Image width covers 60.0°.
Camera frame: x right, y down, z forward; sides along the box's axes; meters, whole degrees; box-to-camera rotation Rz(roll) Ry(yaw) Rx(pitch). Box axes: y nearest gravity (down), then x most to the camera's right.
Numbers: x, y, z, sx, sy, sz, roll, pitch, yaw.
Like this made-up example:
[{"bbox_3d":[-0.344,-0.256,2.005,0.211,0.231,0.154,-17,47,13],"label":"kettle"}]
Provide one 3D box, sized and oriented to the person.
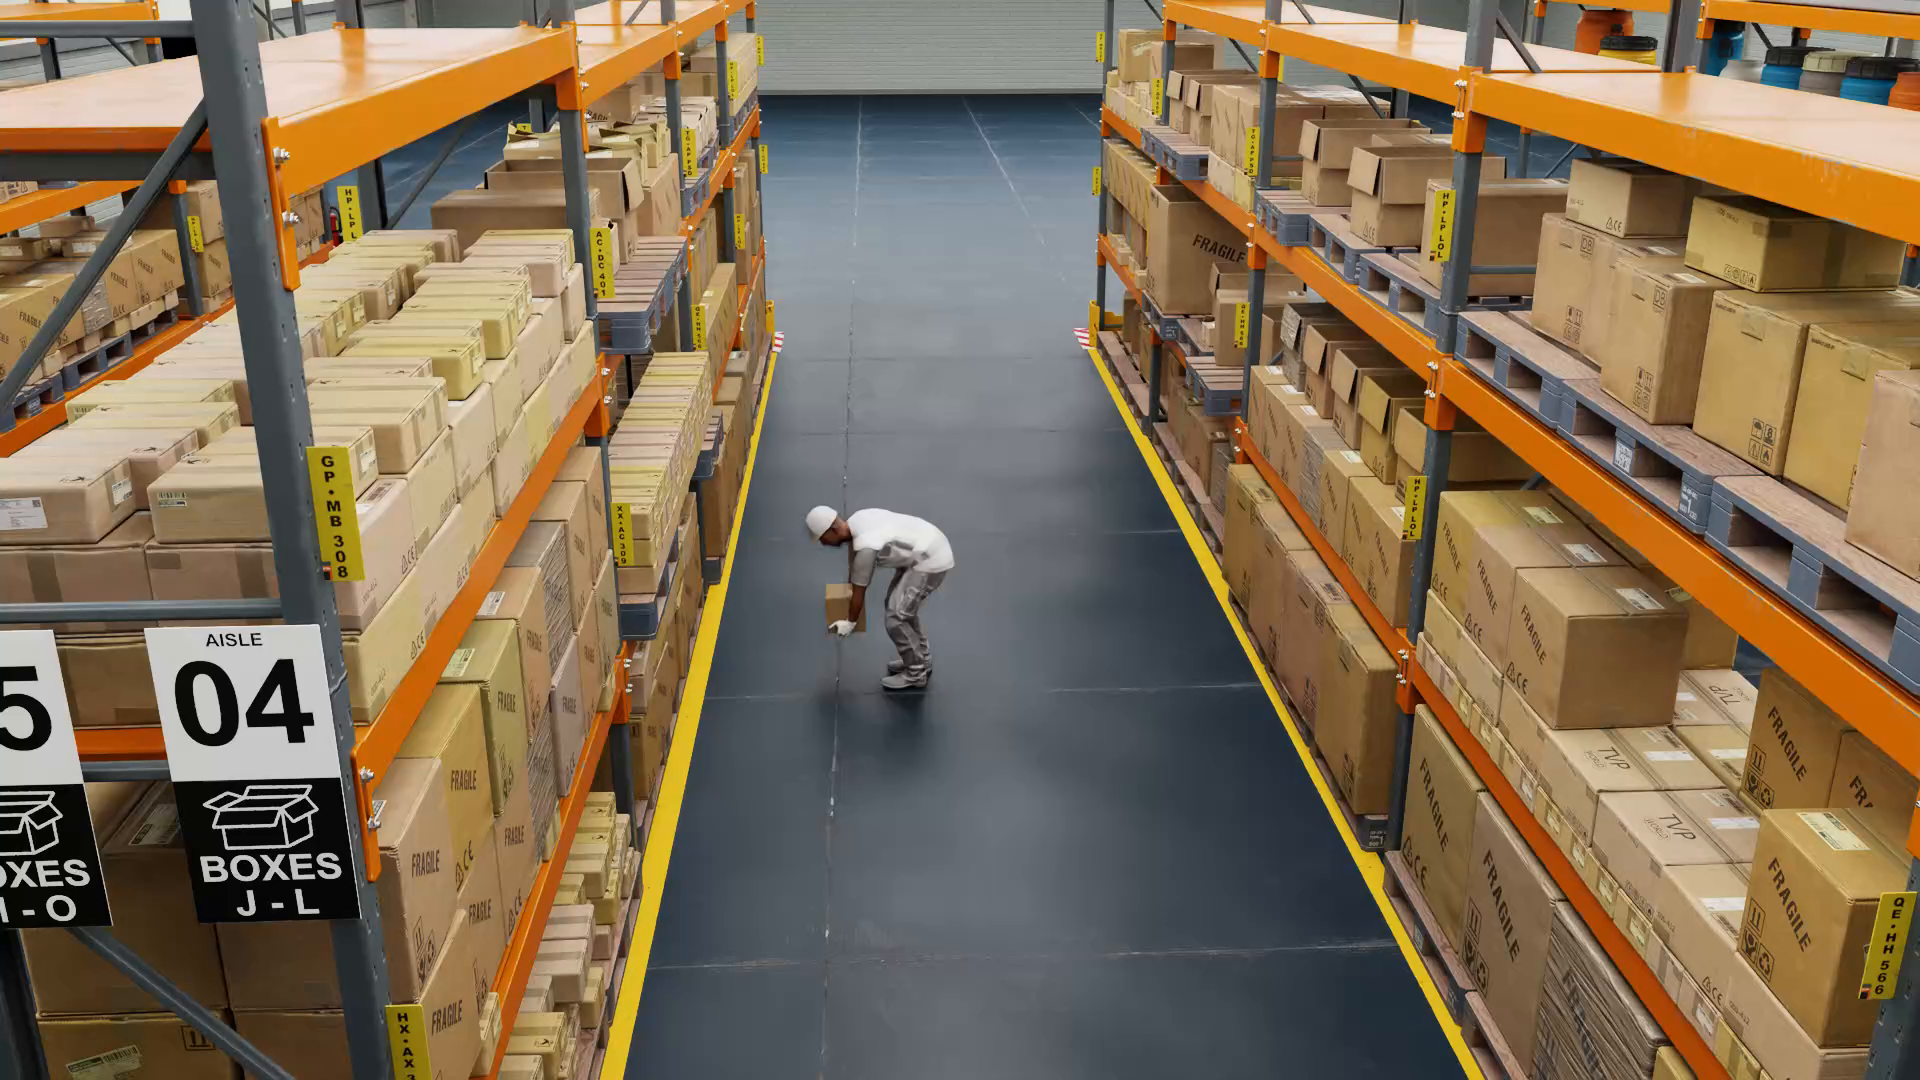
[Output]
[{"bbox_3d":[-0.515,0.354,10.869,0.953,1.239,0.517,-2,20,-5],"label":"person"}]
